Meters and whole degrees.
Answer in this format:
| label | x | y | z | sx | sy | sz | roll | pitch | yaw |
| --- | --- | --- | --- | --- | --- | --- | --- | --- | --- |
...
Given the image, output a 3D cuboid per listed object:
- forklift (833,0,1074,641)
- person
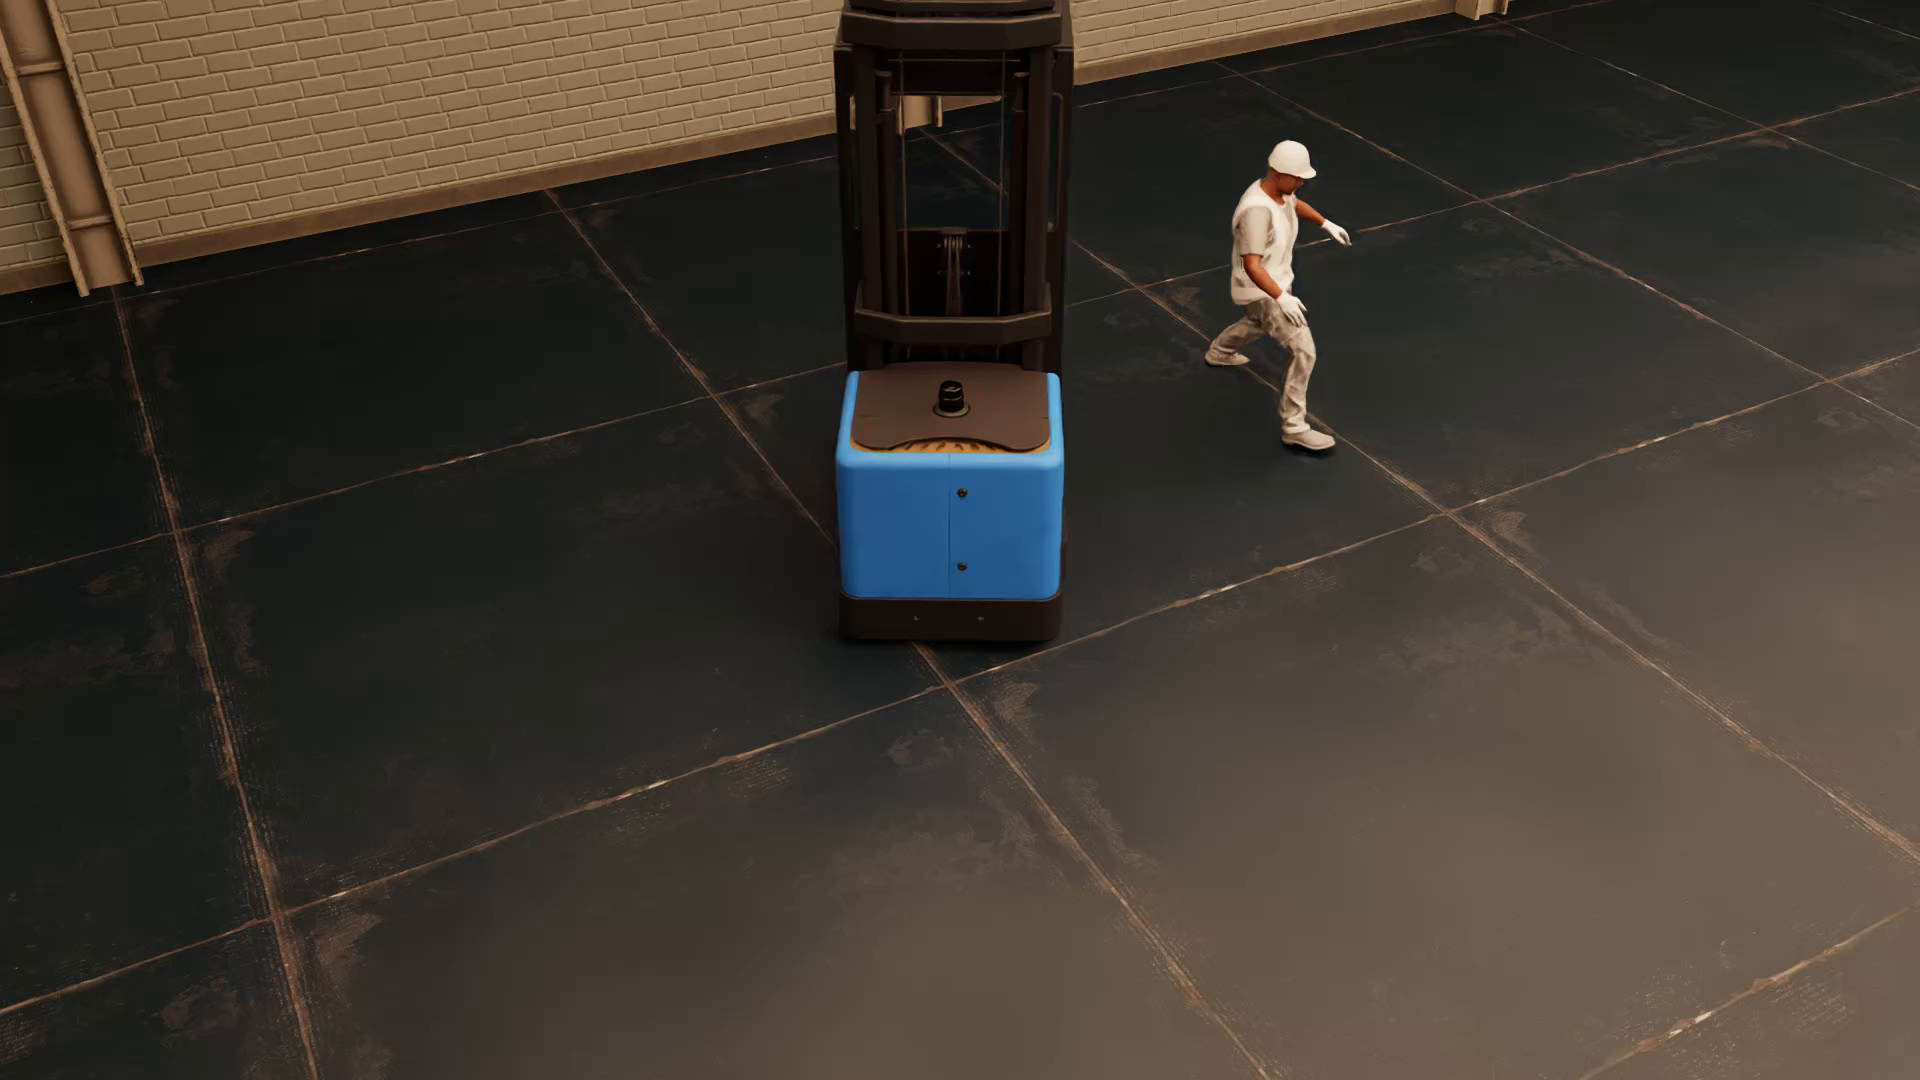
| label | x | y | z | sx | sy | sz | roll | pitch | yaw |
| --- | --- | --- | --- | --- | --- | --- | --- | --- | --- |
| forklift | -0.024 | -1.537 | 8.298 | 1.130 | 2.935 | 3.031 | 1 | 35 | 1 |
| person | 1.831 | -1.466 | 9.390 | 0.952 | 1.635 | 1.051 | 13 | 37 | 18 |
